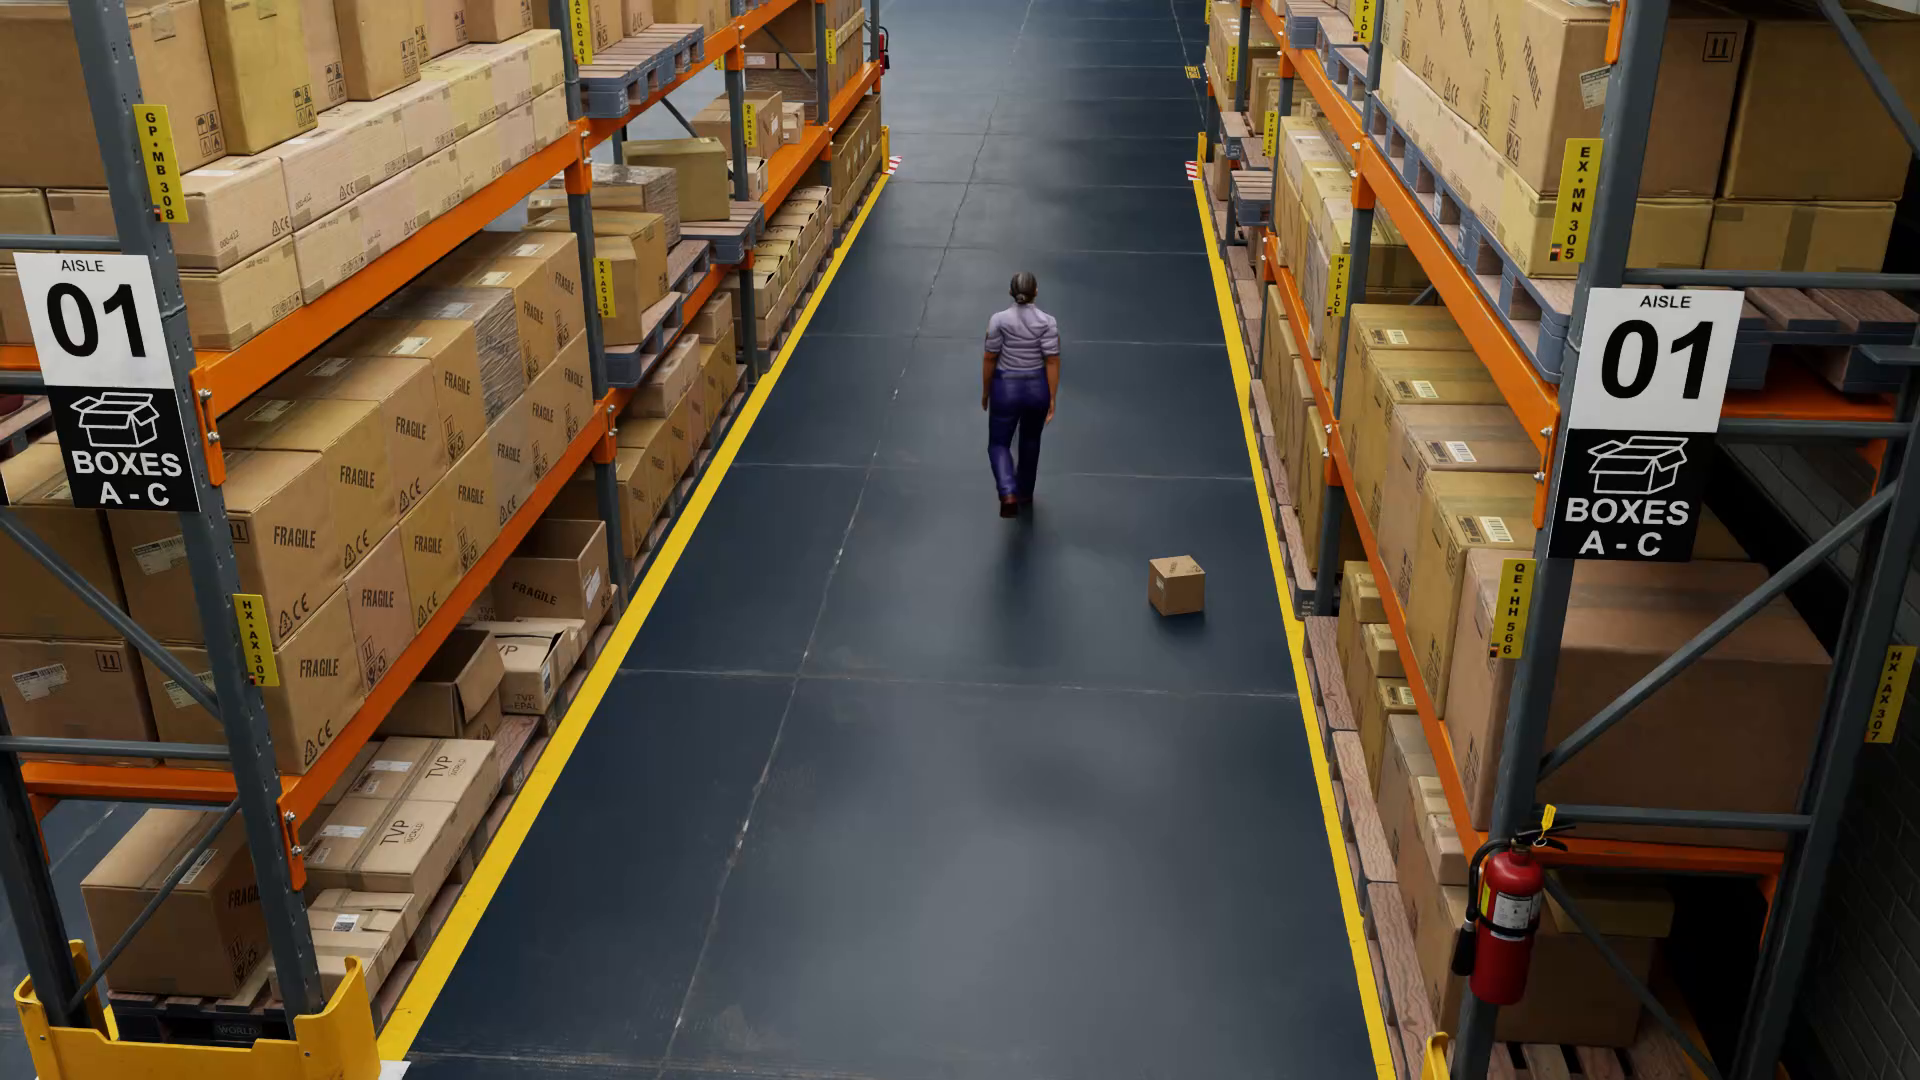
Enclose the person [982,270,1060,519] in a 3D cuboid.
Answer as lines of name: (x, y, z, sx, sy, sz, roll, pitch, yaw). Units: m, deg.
person: (0.390, -0.917, 10.615, 0.482, 1.594, 0.877, -2, 25, -5)
